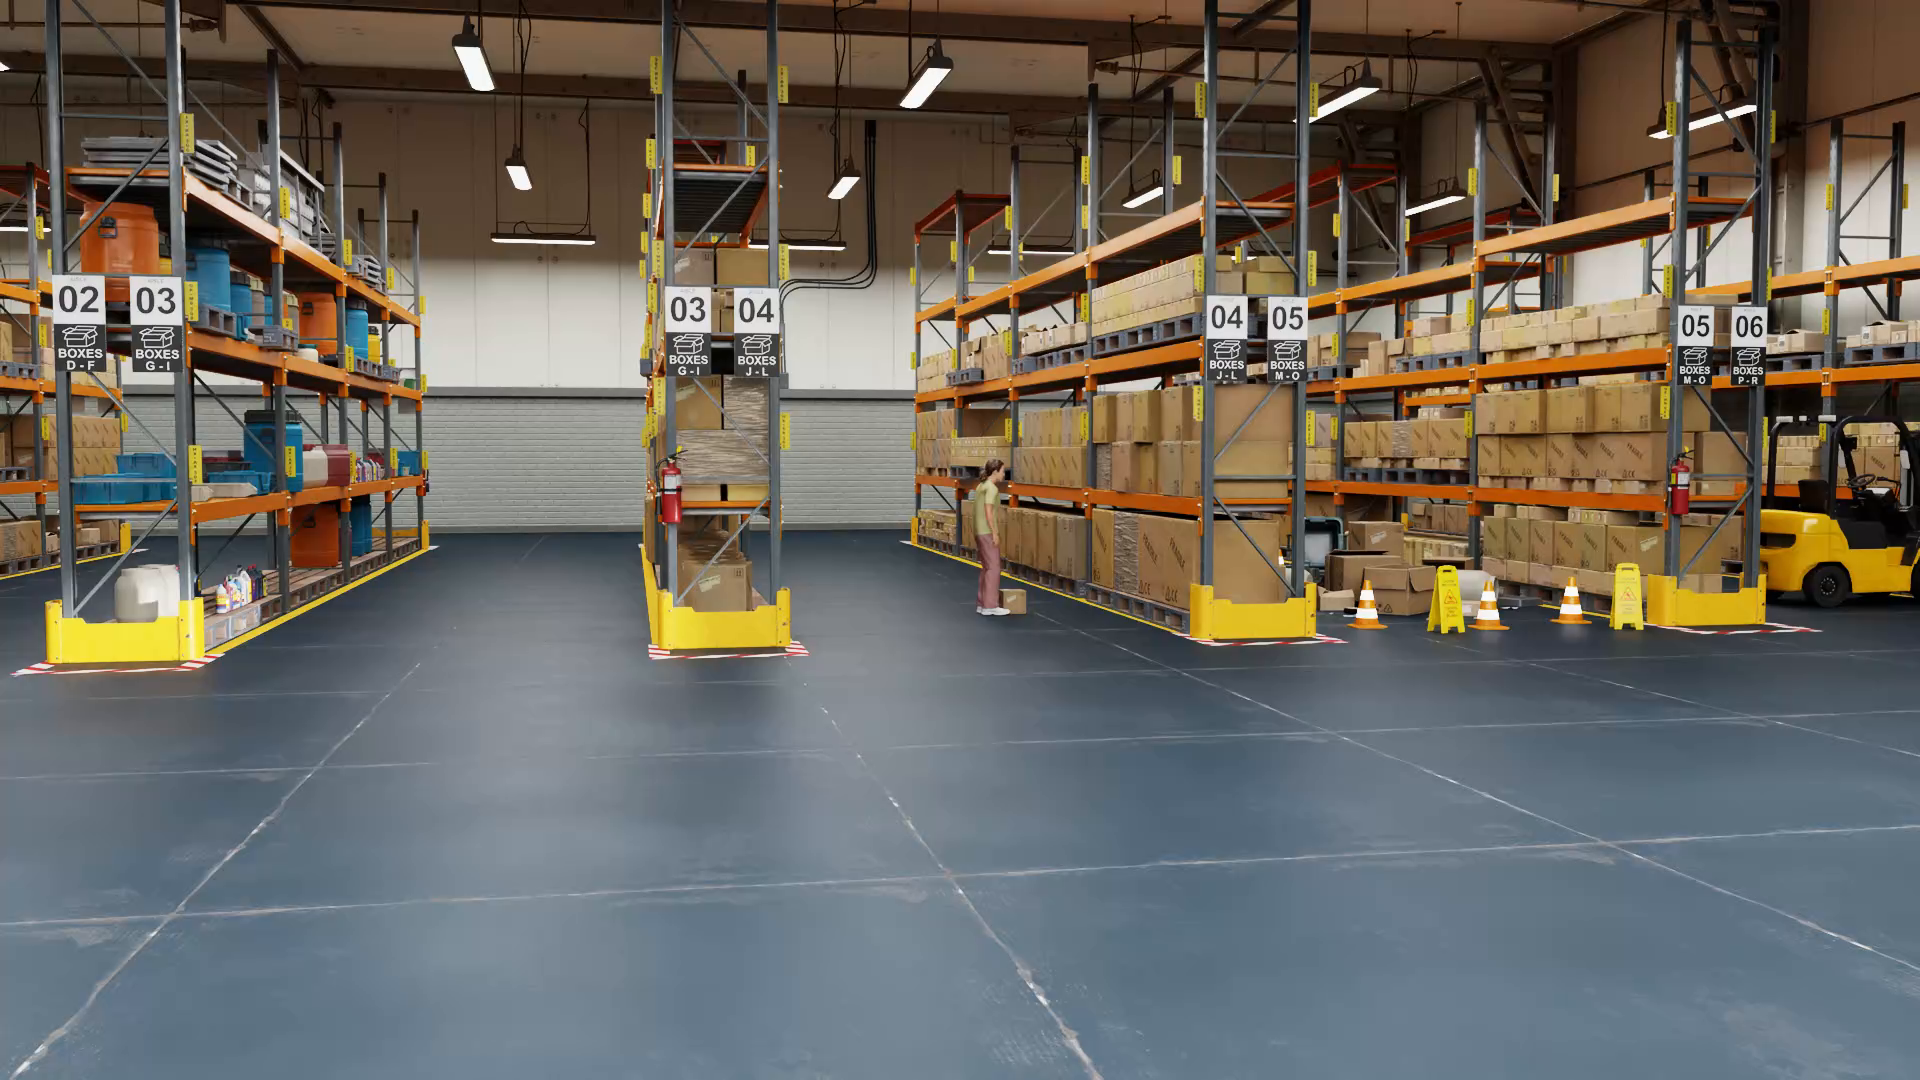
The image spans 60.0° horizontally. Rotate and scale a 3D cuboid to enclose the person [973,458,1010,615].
[{"bbox_3d":[0.323,-0.041,17.902,0.354,1.673,0.501,-1,3,-12],"label":"person"}]
